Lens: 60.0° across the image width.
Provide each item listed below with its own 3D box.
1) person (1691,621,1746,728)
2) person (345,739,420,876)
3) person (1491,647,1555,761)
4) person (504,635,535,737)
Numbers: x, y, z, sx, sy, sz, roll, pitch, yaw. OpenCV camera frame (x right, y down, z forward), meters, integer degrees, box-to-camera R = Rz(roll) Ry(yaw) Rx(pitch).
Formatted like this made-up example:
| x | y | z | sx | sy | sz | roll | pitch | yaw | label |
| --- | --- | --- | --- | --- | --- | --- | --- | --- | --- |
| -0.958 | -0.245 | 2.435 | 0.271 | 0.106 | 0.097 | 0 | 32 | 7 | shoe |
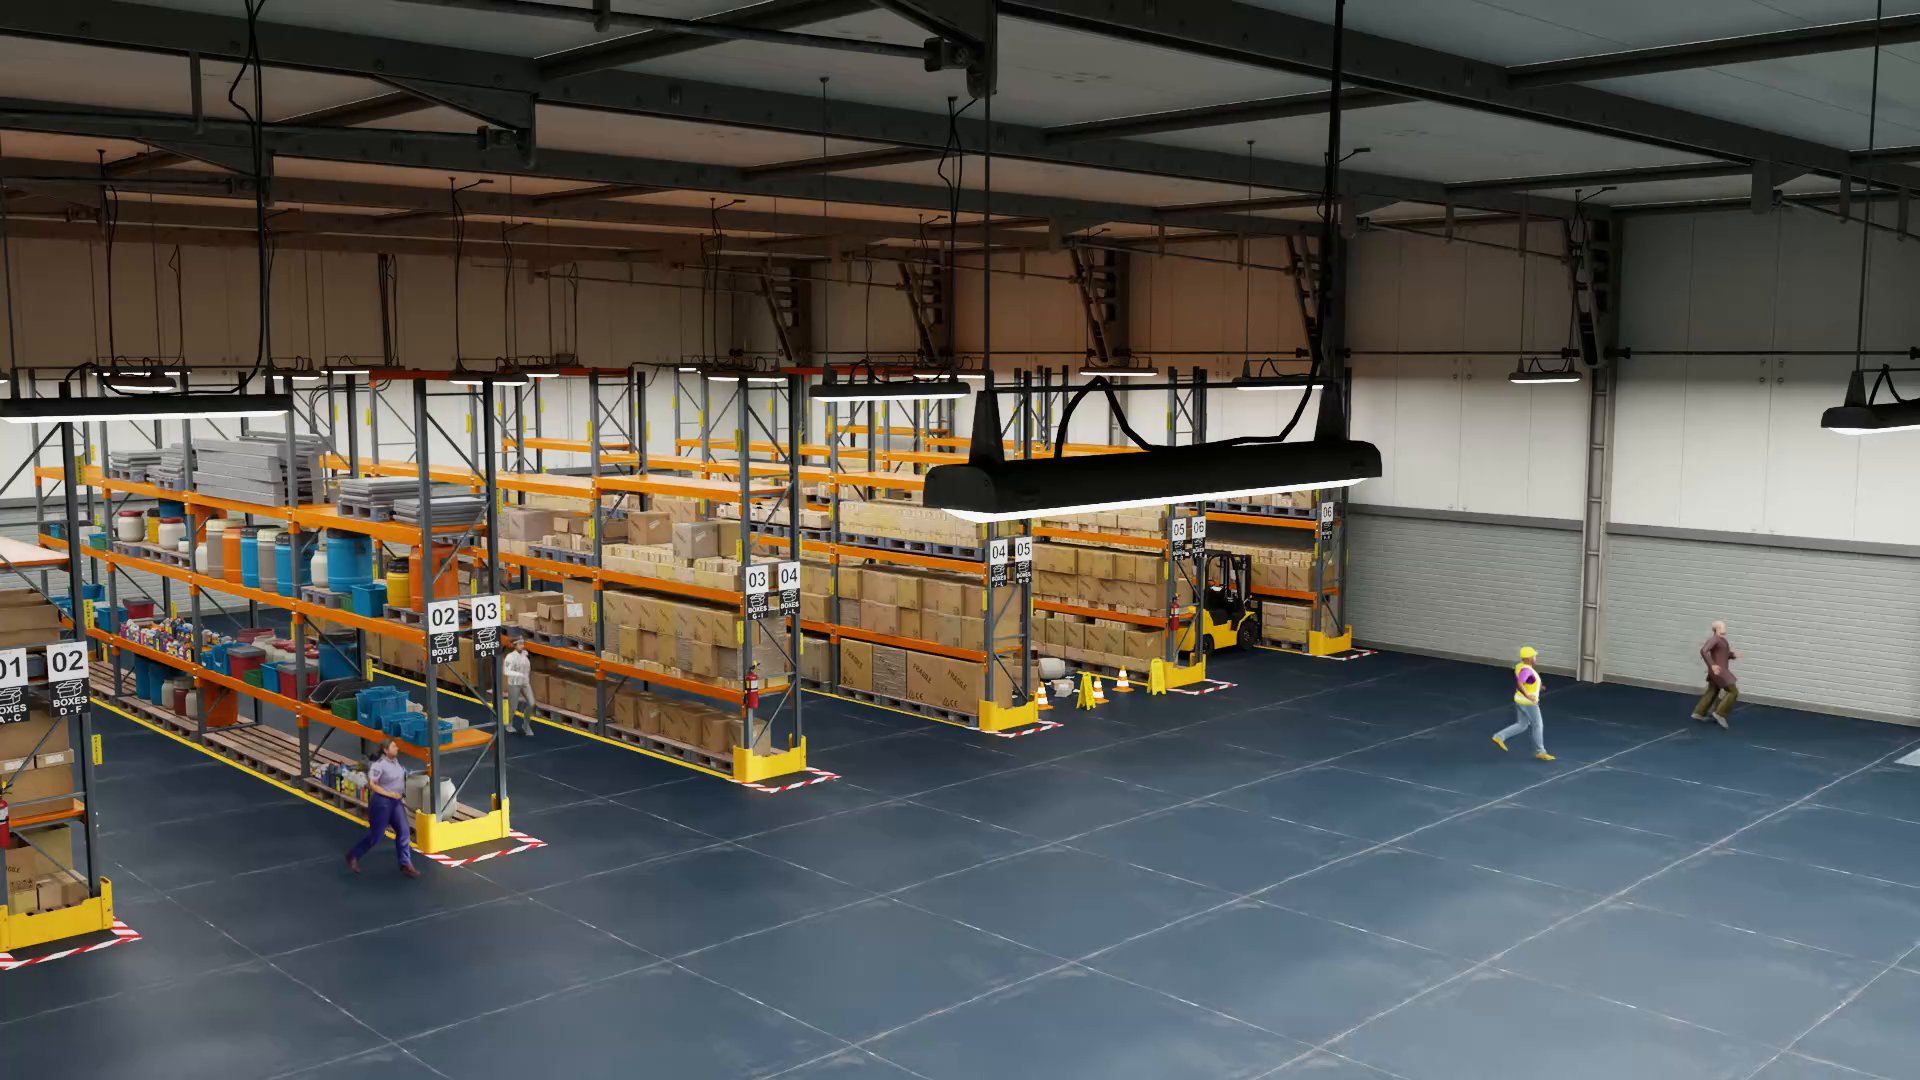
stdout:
| x | y | z | sx | sy | sz | roll | pitch | yaw | label |
| --- | --- | --- | --- | --- | --- | --- | --- | --- | --- |
| 12.866 | 2.276 | 28.195 | 0.798 | 1.823 | 0.671 | 3 | 7 | 21 | person |
| -6.965 | 3.237 | 20.269 | 0.922 | 1.609 | 0.691 | 2 | 7 | 15 | person |
| 8.787 | 2.540 | 25.849 | 0.968 | 1.771 | 0.700 | 0 | 6 | 0 | person |
| -7.278 | 2.414 | 27.441 | 0.562 | 1.727 | 0.737 | -6 | 9 | -44 | person |
